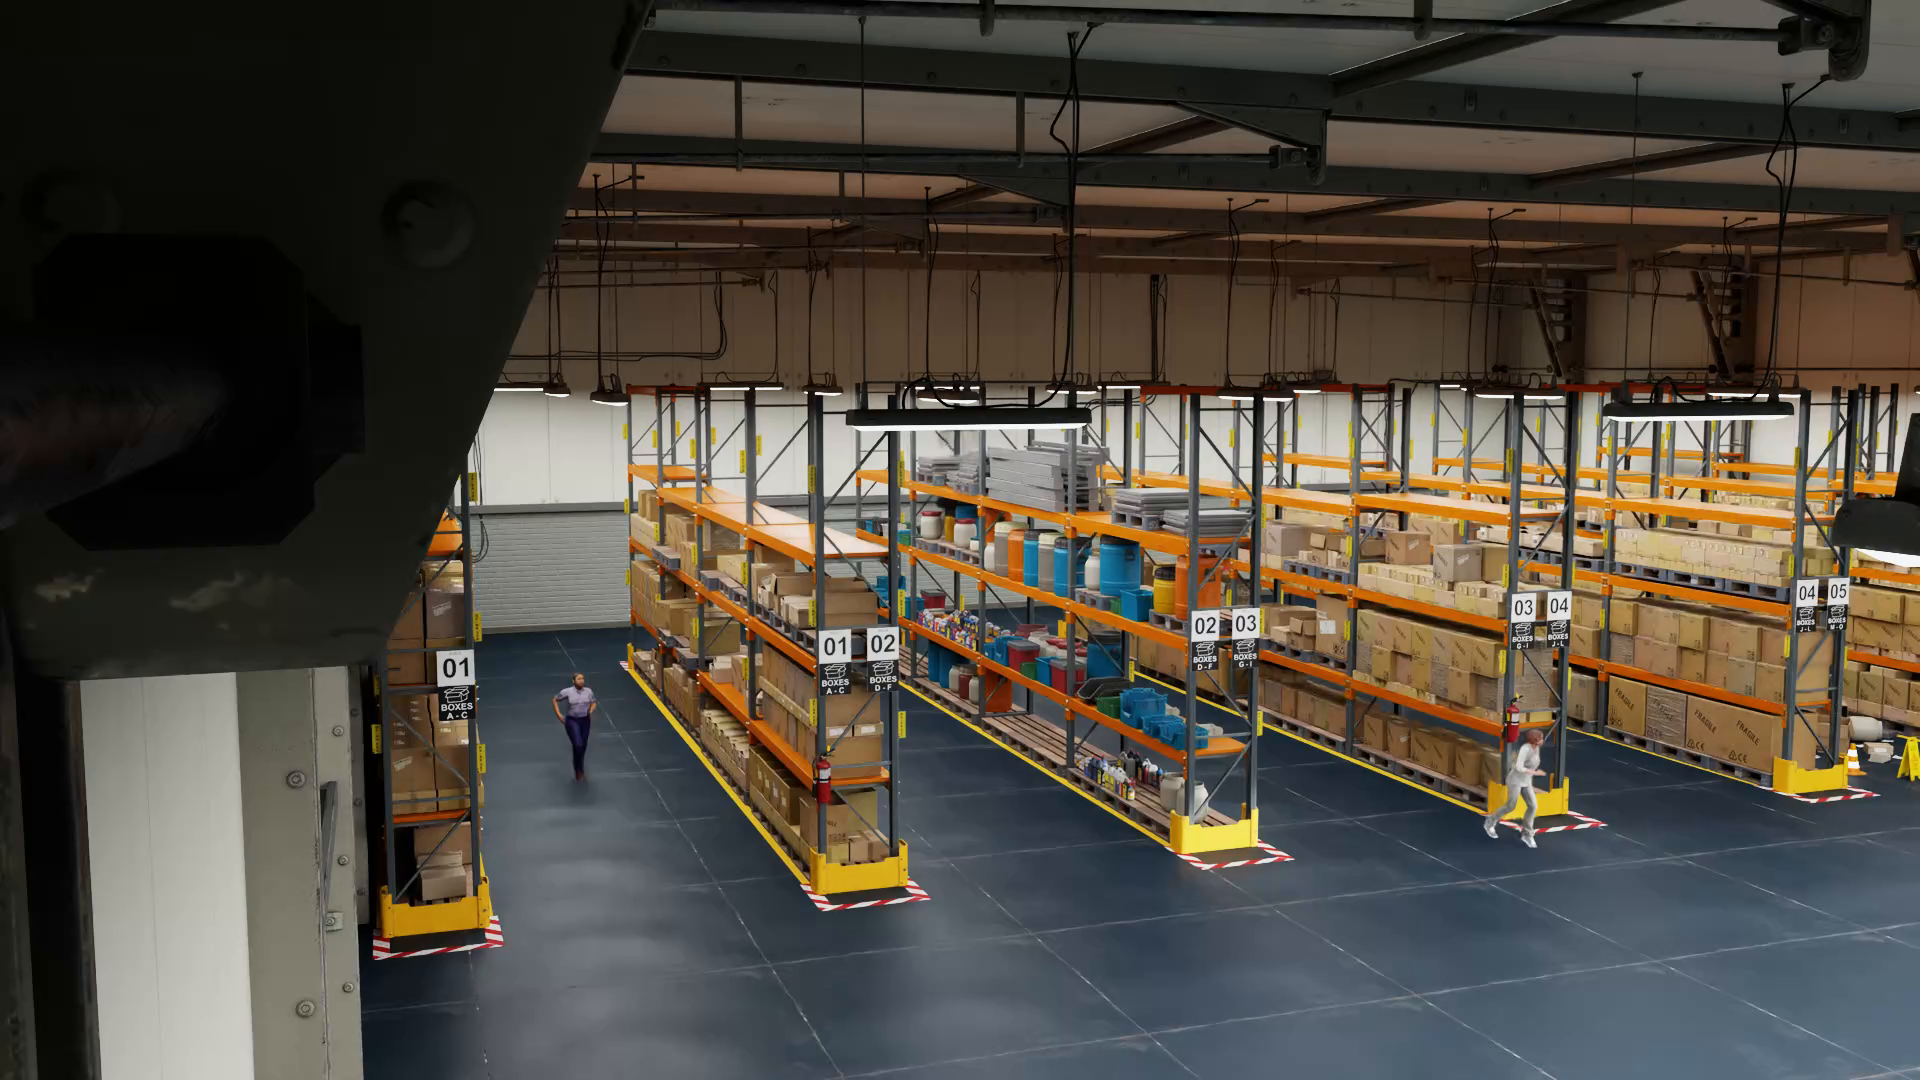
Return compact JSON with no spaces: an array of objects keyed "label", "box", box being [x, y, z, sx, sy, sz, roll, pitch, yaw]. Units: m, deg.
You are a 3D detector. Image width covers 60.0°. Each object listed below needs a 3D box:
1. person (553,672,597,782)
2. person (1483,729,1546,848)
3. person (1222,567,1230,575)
[{"label":"person","box":[-5.919,2.886,25.751,0.607,1.685,0.713,-4,7,-37]},{"label":"person","box":[7.465,3.287,22.243,0.803,1.612,0.603,6,8,43]},{"label":"person","box":[6.130,1.460,38.675,0.696,1.715,0.636,-1,6,-10]}]
